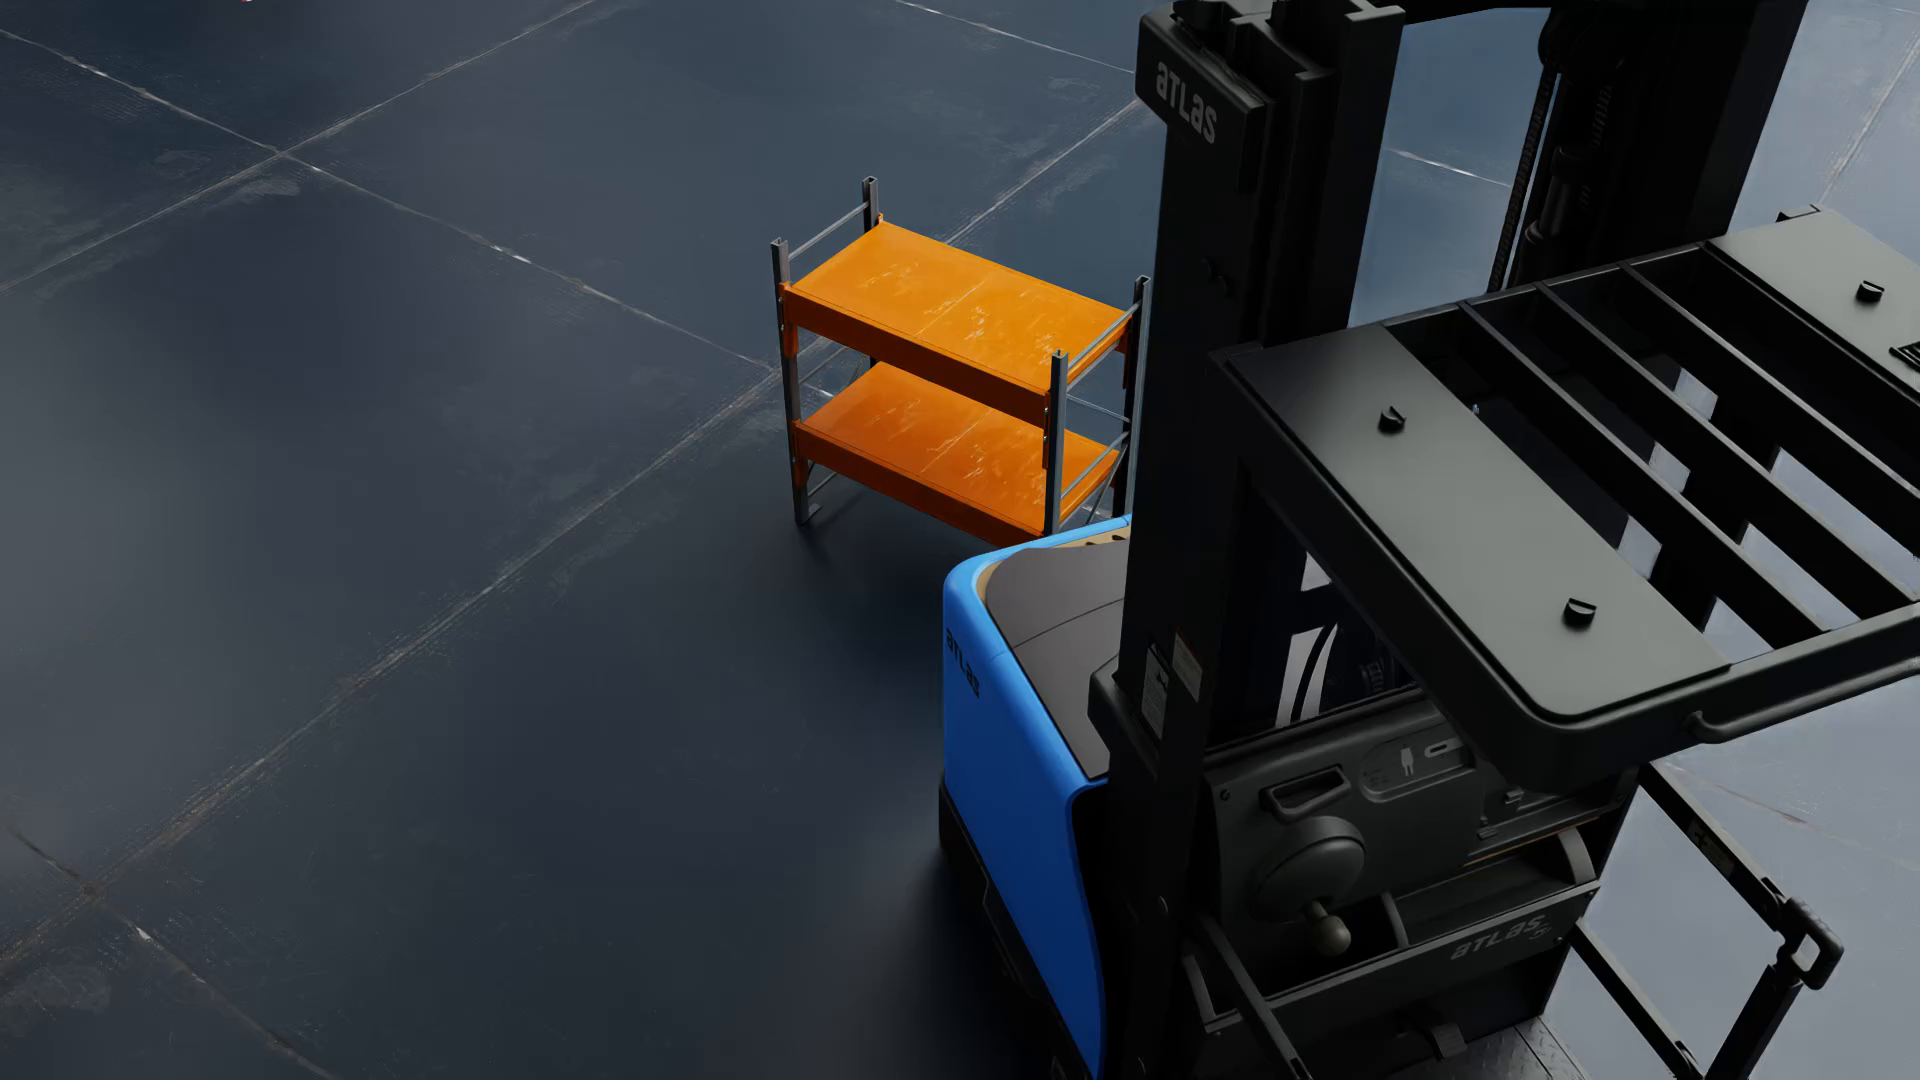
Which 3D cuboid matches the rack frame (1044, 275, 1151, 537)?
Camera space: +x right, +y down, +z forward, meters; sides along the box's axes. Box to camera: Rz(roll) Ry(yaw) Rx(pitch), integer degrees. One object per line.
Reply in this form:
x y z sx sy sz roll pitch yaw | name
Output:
0.411 -0.227 5.157 0.032 1.125 0.500 25 48 25 | rack frame

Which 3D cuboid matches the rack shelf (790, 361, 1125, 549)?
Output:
-0.006 -0.240 5.538 1.000 0.278 0.538 25 48 25 | rack shelf

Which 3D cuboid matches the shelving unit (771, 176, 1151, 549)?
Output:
-0.006 -0.422 5.375 1.048 1.125 0.538 25 48 25 | shelving unit

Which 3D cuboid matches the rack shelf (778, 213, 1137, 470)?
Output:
-0.006 -0.640 5.180 1.000 0.278 0.538 25 48 25 | rack shelf

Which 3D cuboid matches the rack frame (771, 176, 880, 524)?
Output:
-0.422 -0.616 5.592 0.032 1.125 0.500 25 48 25 | rack frame

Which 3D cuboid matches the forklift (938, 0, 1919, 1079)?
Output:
0.960 0.559 2.925 1.130 2.935 3.031 -15 44 -16 | forklift
